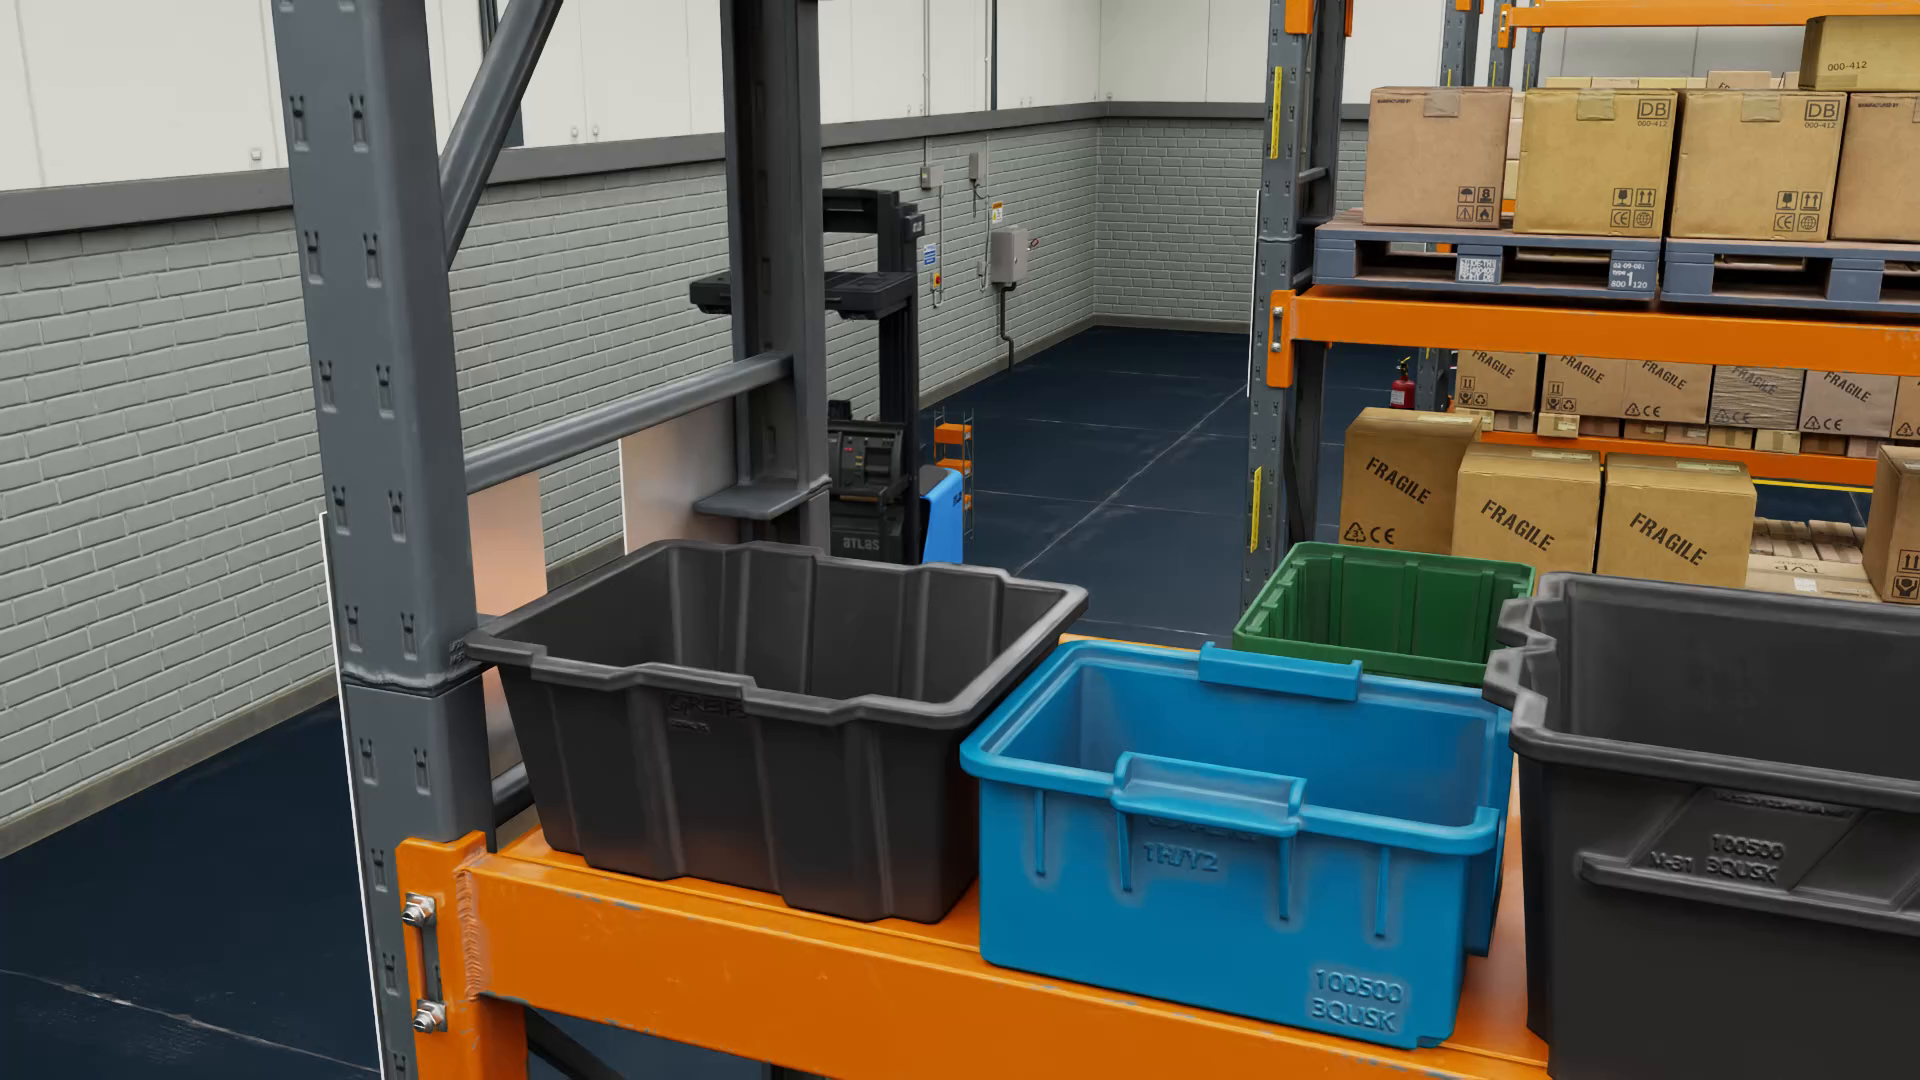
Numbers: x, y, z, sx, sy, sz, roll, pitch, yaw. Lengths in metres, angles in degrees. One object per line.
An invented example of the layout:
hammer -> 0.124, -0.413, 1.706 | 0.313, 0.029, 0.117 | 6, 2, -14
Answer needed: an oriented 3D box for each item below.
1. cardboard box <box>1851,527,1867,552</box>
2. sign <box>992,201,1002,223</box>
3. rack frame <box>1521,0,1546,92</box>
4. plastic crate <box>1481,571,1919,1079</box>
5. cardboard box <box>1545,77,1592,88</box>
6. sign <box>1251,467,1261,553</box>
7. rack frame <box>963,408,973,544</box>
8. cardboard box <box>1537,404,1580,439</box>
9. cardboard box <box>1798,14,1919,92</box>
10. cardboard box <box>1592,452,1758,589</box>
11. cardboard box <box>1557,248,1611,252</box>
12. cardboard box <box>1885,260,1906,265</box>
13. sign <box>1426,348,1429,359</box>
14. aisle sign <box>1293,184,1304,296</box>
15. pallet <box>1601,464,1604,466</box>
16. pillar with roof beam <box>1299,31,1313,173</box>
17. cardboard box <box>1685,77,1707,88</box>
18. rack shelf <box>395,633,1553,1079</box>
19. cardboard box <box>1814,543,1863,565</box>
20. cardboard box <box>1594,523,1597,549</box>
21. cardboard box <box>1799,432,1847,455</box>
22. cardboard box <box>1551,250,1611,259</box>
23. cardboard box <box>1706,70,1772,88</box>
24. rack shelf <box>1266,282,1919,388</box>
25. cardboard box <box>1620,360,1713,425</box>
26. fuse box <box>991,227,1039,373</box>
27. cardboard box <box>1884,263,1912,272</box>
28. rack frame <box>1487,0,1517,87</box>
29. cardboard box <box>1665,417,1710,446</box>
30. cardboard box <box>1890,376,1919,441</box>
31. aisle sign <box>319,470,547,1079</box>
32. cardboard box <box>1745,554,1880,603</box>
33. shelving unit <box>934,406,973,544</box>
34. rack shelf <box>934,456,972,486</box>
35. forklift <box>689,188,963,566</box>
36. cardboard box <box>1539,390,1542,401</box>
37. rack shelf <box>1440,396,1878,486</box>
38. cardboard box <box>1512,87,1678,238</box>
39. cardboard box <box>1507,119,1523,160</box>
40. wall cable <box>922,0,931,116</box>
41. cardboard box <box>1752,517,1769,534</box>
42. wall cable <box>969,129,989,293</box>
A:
cardboard box -> 6.019, 0.042, 10.943 | 0.250, 0.149, 0.380 | 6, 17, 19
sign -> 0.443, -3.881, 19.681 | 0.001, 0.242, 0.339 | 6, 17, 21
rack frame -> 6.821, -6.546, 19.581 | 0.127, 3.000, 1.000 | 6, 17, 21
plastic crate -> 0.870, 0.295, 1.510 | 0.767, 0.338, 0.504 | 6, 17, 21
cardboard box -> 7.142, -5.306, 19.528 | 0.500, 0.250, 0.500 | 6, 17, 20
sign -> 1.158, -0.117, 6.503 | 0.005, 0.325, 0.100 | 6, 17, 21
rack frame -> 0.064, -0.497, 13.003 | 0.008, 1.050, 0.200 | 6, 17, 21
cardboard box -> 3.945, -0.787, 10.956 | 0.250, 0.149, 0.380 | 6, 17, 19
cardboard box -> 3.242, -1.696, 5.798 | 0.500, 0.250, 0.500 | 6, 17, 19
cardboard box -> 2.664, -0.016, 6.239 | 0.500, 0.500, 0.500 | 6, 17, 19
cardboard box -> 4.269, -1.720, 11.211 | 0.500, 0.500, 0.500 | 6, 17, 19
cardboard box -> 5.726, -1.563, 10.670 | 0.500, 0.500, 0.500 | 7, 17, 22
sign -> 3.082, -1.358, 10.918 | 0.005, 0.325, 0.100 | 6, 17, 21
aisle sign -> 1.410, -1.141, 7.059 | 0.004, 0.787, 0.394 | 6, 17, 21
pallet -> 5.776, -0.976, 16.158 | 1.213, 0.211, 1.003 | 6, 17, 21
pillar with roof beam -> 3.064, -5.939, 17.490 | 0.400, 9.000, 9.100 | 6, 17, 21
cardboard box -> 8.558, -5.151, 18.997 | 0.500, 0.250, 0.500 | 7, 18, 22
rack shelf -> 1.410, 0.587, 1.681 | 4.000, 0.370, 1.077 | 6, 17, 21
cardboard box -> 5.590, 0.149, 10.573 | 0.250, 0.149, 0.380 | 5, 17, 18
cardboard box -> 4.132, -0.004, 11.099 | 0.250, 0.149, 0.380 | 6, 17, 20
cardboard box -> 5.432, -0.655, 10.501 | 0.250, 0.149, 0.380 | 6, 17, 20
cardboard box -> 4.073, -1.589, 10.761 | 0.500, 0.500, 0.500 | 7, 18, 22
cardboard box -> 6.823, -3.870, 14.633 | 0.500, 0.500, 0.500 | 7, 17, 22
rack shelf -> 3.228, -0.697, 6.106 | 4.000, 0.370, 1.077 | 6, 17, 21
cardboard box -> 4.556, -1.055, 10.714 | 0.500, 0.500, 0.500 | 7, 17, 21
fuse box -> 0.656, -2.859, 19.952 | 0.414, 1.711, 0.539 | 6, 17, 21
cardboard box -> 5.512, -1.430, 10.214 | 0.500, 0.500, 0.500 | 7, 18, 22
rack frame -> 5.003, -5.258, 15.145 | 0.127, 3.000, 1.000 | 6, 17, 21
cardboard box -> 4.698, -0.730, 10.758 | 0.250, 0.149, 0.380 | 6, 17, 20
cardboard box -> 5.966, -0.894, 10.161 | 0.500, 0.500, 0.500 | 6, 17, 19
aisle sign -> -0.626, 0.299, 2.101 | 0.004, 0.787, 0.394 | 6, 17, 21
cardboard box -> 3.346, 0.259, 6.636 | 0.500, 0.250, 0.500 | 6, 17, 21
shelving unit -> -0.050, -0.510, 13.046 | 0.252, 1.050, 0.215 | 6, 17, 21
rack shelf -> -0.050, -0.499, 13.049 | 0.240, 0.259, 0.215 | 6, 17, 21
forklift -> -0.841, -0.488, 9.596 | 1.130, 2.935, 3.031 | 4, 17, 14
cardboard box -> 3.906, -0.967, 11.575 | 0.250, 0.149, 0.380 | 6, 17, 21
rack shelf -> 5.141, -0.533, 10.919 | 4.000, 0.370, 1.077 | 6, 17, 21
cardboard box -> 2.350, -1.417, 6.182 | 0.500, 0.500, 0.700 | 6, 17, 19
cardboard box -> 3.603, -2.578, 10.666 | 0.500, 0.250, 0.500 | 7, 17, 22
wall cable -> -0.392, -5.767, 16.898 | 0.029, 3.000, 0.463 | 6, 17, 21
cardboard box -> 5.313, -0.048, 11.250 | 0.250, 0.149, 0.380 | 6, 17, 21
wall cable -> 0.259, -3.805, 19.077 | 0.122, 1.984, 0.588 | 6, 17, 21
